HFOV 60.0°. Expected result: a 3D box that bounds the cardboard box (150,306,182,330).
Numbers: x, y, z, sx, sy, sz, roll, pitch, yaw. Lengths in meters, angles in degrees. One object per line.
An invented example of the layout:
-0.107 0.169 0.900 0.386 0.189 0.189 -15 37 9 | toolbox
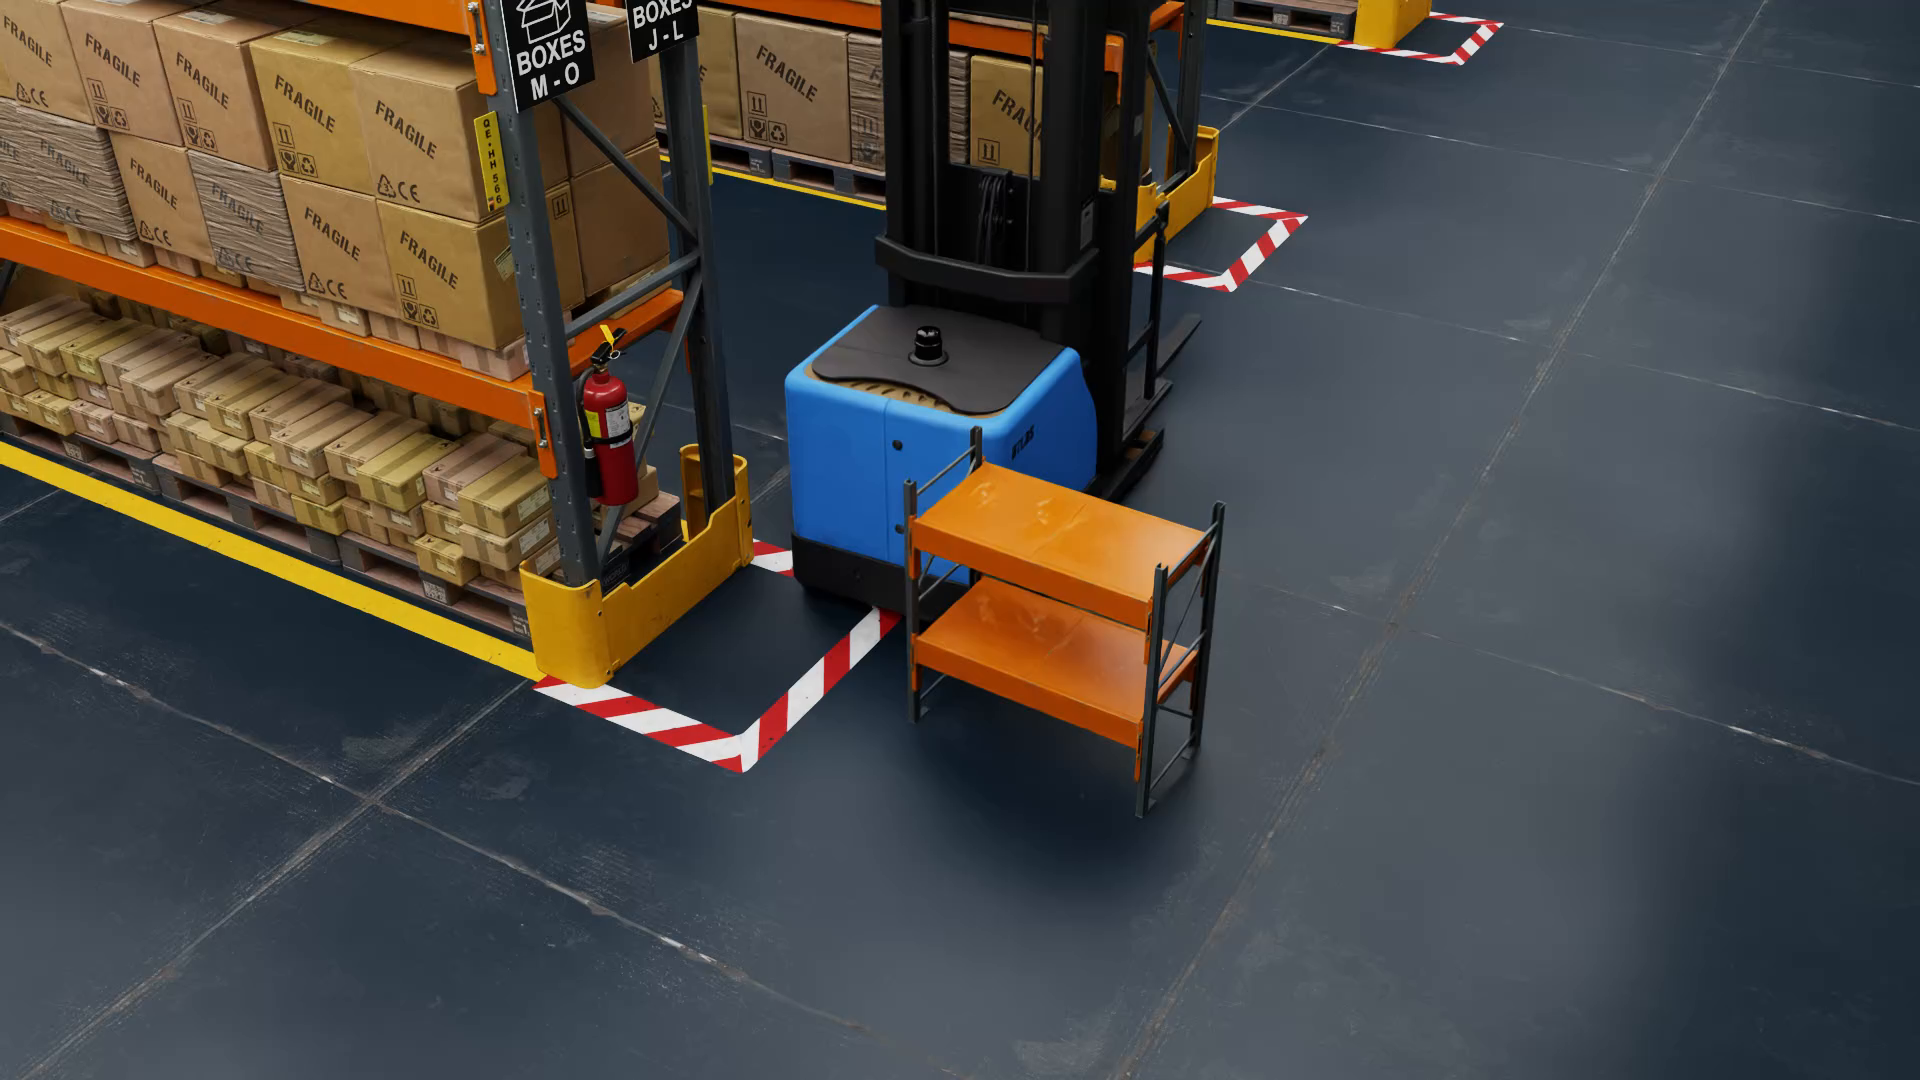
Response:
-3.866 -1.177 8.468 0.250 0.149 0.380 17 37 24 | cardboard box

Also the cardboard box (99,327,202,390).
-3.878 -0.860 7.992 0.250 0.149 0.380 17 37 23 | cardboard box

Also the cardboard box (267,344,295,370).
-3.159 -0.970 8.156 0.250 0.149 0.380 16 37 23 | cardboard box

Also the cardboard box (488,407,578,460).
-1.878 -0.491 7.438 0.250 0.149 0.380 18 38 25 | cardboard box

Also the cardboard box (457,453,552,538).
-1.878 -0.189 6.984 0.250 0.149 0.380 18 38 25 | cardboard box

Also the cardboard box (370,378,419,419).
-2.526 -0.731 7.798 0.250 0.149 0.380 19 38 26 | cardboard box

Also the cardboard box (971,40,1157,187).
0.661 -2.717 10.662 0.875 0.875 0.875 18 37 24 | cardboard box

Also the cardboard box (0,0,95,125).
-3.615 -2.081 6.909 0.500 0.500 0.500 18 38 25 | cardboard box

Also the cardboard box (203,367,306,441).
-3.225 -0.629 7.645 0.250 0.149 0.380 18 38 25 | cardboard box

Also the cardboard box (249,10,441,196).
-2.253 -1.657 6.271 0.500 0.500 0.500 16 37 23 | cardboard box

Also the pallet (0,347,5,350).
-5.442 -1.083 9.185 1.213 0.211 1.003 18 37 24 | pallet

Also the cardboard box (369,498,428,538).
-2.345 -0.192 7.256 0.250 0.149 0.380 16 37 23 | cardboard box

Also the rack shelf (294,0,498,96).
-3.029 -2.429 6.634 4.000 0.370 1.077 18 37 24 | rack shelf

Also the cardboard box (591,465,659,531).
-1.589 -0.216 7.562 0.250 0.149 0.380 18 38 25 | cardboard box

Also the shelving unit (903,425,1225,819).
0.370 0.298 6.287 1.048 1.125 0.538 19 38 26 | shelving unit

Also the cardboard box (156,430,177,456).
-3.640 -0.544 8.054 0.250 0.149 0.380 16 37 22 | cardboard box

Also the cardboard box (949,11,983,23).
0.122 -3.333 10.276 0.250 0.149 0.380 18 38 25 | cardboard box

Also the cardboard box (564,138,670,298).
-1.545 -1.352 6.715 0.500 0.500 0.500 19 38 27 | cardboard box

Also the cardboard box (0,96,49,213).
-4.028 -1.805 7.396 0.500 0.500 0.500 18 37 24 | cardboard box

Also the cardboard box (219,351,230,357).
-3.683 -0.958 8.408 0.250 0.149 0.380 18 38 25 | cardboard box

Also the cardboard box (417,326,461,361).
-1.913 -0.865 6.570 0.250 0.149 0.380 18 37 24 | cardboard box

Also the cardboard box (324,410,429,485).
-2.549 -0.398 7.298 0.250 0.149 0.380 16 37 23 | cardboard box

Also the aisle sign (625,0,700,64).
-1.081 -2.136 5.906 0.004 0.787 0.394 18 37 24 | aisle sign

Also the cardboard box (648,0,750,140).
-1.684 -3.459 11.777 0.875 0.875 0.875 18 37 24 | cardboard box

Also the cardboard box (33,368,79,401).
-4.345 -0.862 8.263 0.250 0.149 0.380 18 38 25 | cardboard box

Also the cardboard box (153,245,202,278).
-3.259 -1.300 7.222 0.250 0.149 0.380 19 38 26 | cardboard box

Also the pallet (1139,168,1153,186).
0.523 -2.310 11.029 1.213 0.211 1.003 18 37 24 | pallet

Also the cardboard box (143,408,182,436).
-3.656 -0.650 7.944 0.250 0.149 0.380 19 38 27 | cardboard box

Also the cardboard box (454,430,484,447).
-2.086 -0.437 7.624 0.250 0.149 0.380 18 38 25 | cardboard box

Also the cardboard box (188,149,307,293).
-2.700 -1.374 6.748 0.500 0.500 0.500 18 38 25 | cardboard box

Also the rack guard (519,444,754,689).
-1.359 0.090 7.164 0.348 0.500 1.175 18 37 24 | rack guard

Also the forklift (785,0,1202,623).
0.367 -1.611 7.526 1.130 2.935 3.031 15 37 22 | forklift

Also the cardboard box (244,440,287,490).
-3.014 -0.407 7.580 0.250 0.149 0.380 20 38 27 | cardboard box

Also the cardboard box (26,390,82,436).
-4.378 -0.690 8.273 0.250 0.149 0.380 19 38 26 | cardboard box

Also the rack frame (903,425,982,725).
-0.060 0.148 6.513 0.032 1.125 0.500 19 38 26 | rack frame

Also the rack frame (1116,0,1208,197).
1.256 -3.289 9.983 0.127 3.000 1.000 18 37 24 | rack frame

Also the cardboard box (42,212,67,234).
-3.930 -1.529 7.567 0.250 0.149 0.380 16 37 22 | cardboard box

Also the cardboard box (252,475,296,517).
-3.014 -0.285 7.665 0.250 0.149 0.380 18 38 25 | cardboard box

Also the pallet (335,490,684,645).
-2.047 -0.031 7.605 1.213 0.211 1.003 18 37 24 | pallet

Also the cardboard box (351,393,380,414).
-2.789 -0.641 7.932 0.250 0.149 0.380 20 38 27 | cardboard box

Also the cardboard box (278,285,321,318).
-2.586 -1.073 6.881 0.250 0.149 0.380 16 37 22 | cardboard box

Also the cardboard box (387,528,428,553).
-2.313 -0.099 7.385 0.250 0.149 0.380 17 37 24 | cardboard box

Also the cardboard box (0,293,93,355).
-4.569 -1.071 8.309 0.250 0.149 0.380 19 38 26 | cardboard box

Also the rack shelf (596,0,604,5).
-3.953 -4.640 12.660 4.000 0.370 1.077 18 37 24 | rack shelf
